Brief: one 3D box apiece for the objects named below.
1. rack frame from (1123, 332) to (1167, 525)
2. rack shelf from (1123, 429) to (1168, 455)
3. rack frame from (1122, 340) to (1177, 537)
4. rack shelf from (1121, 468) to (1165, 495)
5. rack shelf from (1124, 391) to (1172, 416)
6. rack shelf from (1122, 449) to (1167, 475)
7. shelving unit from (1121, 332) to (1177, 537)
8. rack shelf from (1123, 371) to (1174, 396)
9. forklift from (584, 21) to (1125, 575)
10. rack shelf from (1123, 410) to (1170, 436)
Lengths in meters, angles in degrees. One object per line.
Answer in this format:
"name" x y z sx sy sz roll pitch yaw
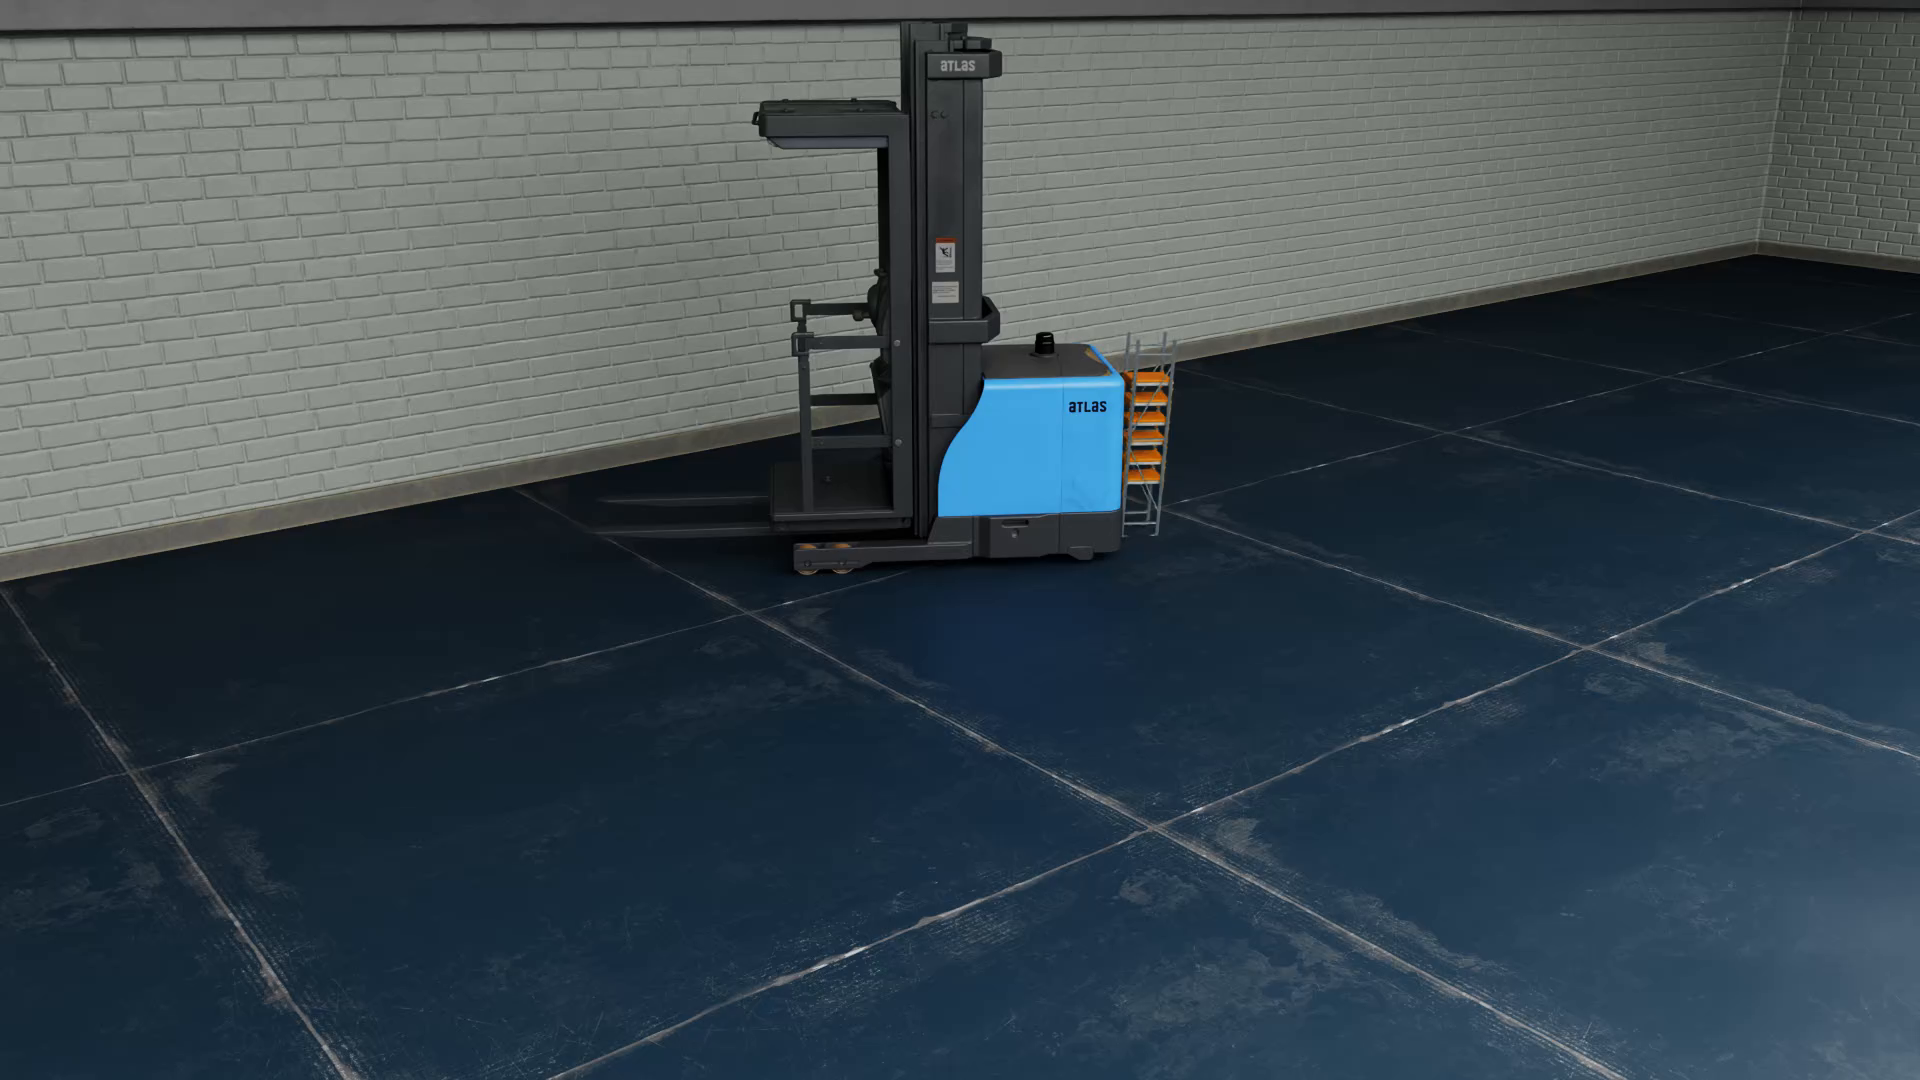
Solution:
"rack frame" 1.060 -0.649 9.869 0.240 1.200 0.006 -1 21 -11
"rack shelf" 1.075 -0.575 9.801 0.258 0.103 0.180 -1 21 -11
"rack frame" 1.095 -0.583 9.702 0.240 1.200 0.006 -1 21 -11
"rack shelf" 1.064 -0.351 9.887 0.258 0.103 0.180 -1 21 -11
"rack shelf" 1.087 -0.799 9.715 0.258 0.103 0.180 -1 21 -11
"rack shelf" 1.070 -0.463 9.844 0.258 0.103 0.180 -1 21 -11
"shelving unit" 1.077 -0.616 9.785 0.258 1.200 0.189 -1 21 -11
"rack shelf" 1.092 -0.911 9.672 0.258 0.103 0.180 -1 21 -11
"forklift" -0.625 -1.371 9.341 3.031 2.935 1.130 -2 18 -6
"rack shelf" 1.081 -0.687 9.758 0.258 0.103 0.180 -1 21 -11
